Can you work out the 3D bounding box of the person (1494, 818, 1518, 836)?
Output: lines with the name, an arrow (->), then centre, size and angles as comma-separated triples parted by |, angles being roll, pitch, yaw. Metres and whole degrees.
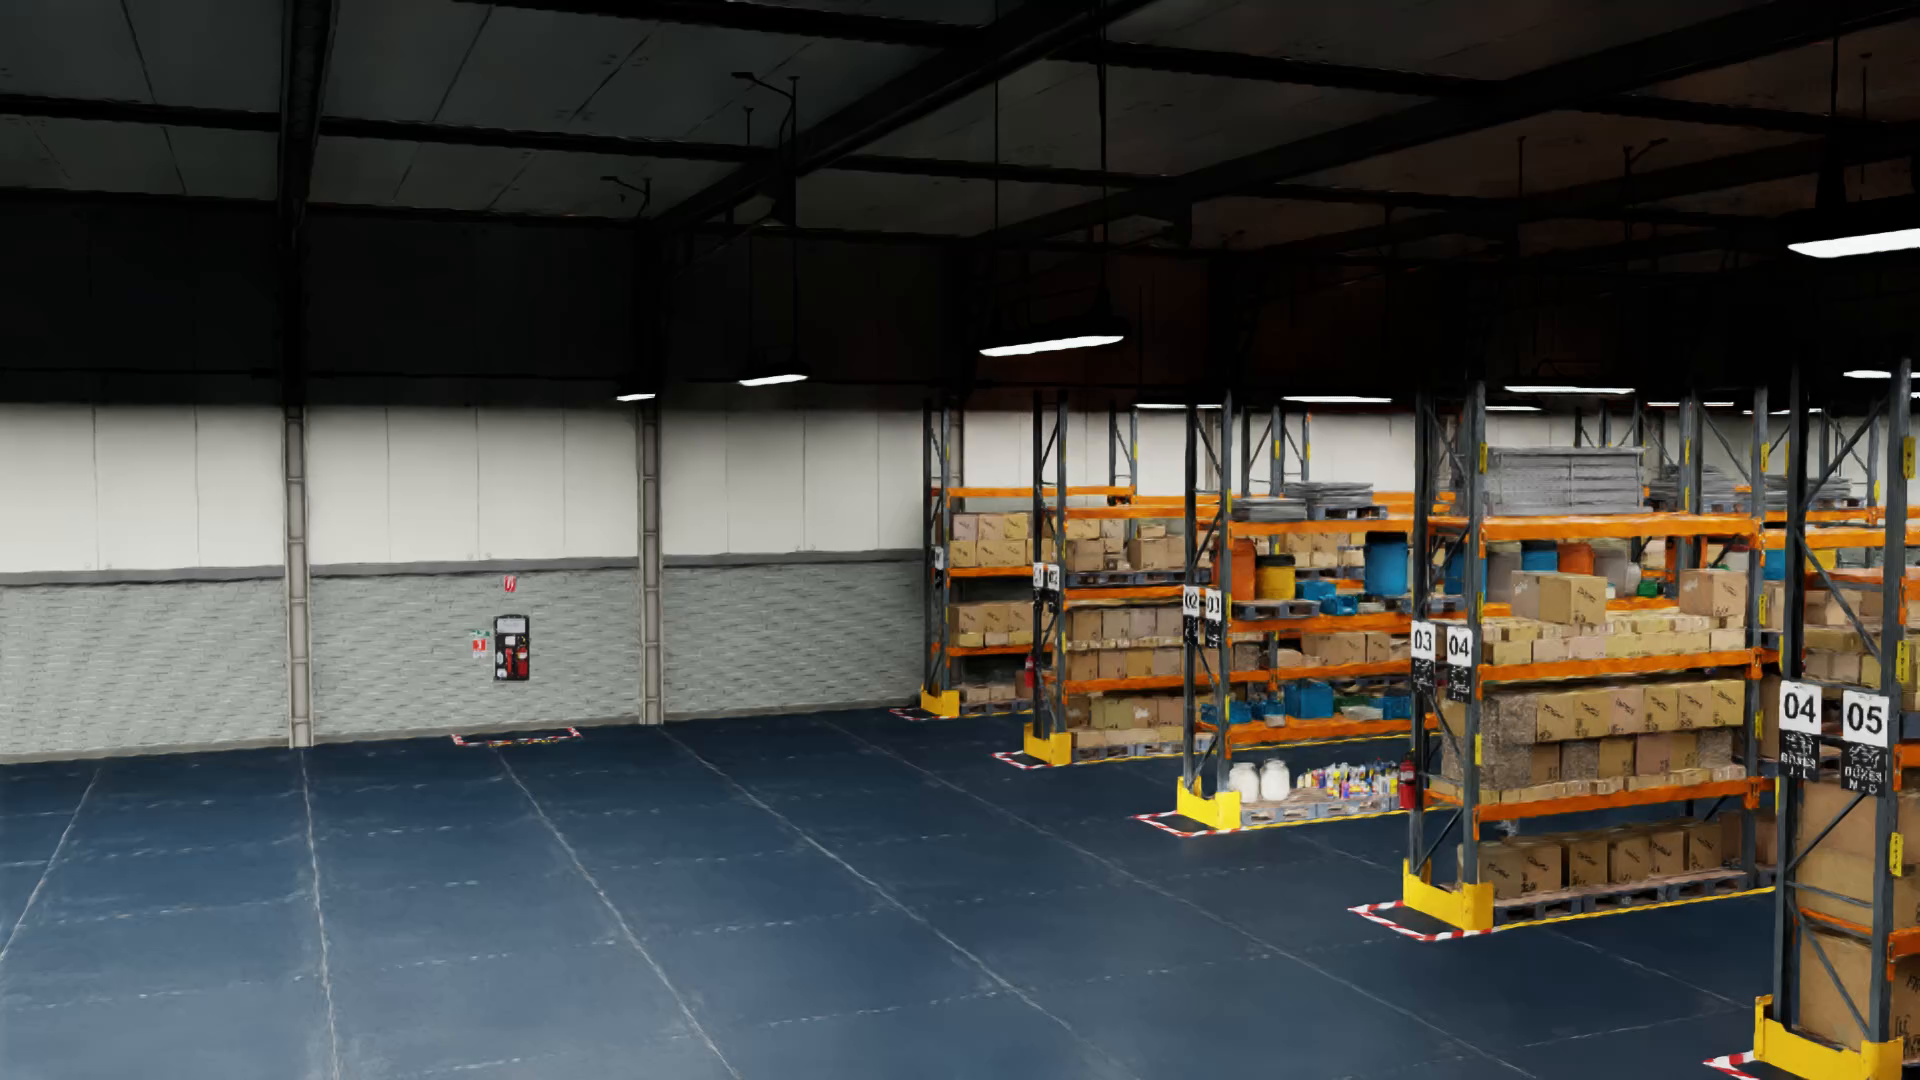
person -> 7.163, 3.022, 21.759 | 0.844, 1.713, 0.682 | -3, 4, -39
